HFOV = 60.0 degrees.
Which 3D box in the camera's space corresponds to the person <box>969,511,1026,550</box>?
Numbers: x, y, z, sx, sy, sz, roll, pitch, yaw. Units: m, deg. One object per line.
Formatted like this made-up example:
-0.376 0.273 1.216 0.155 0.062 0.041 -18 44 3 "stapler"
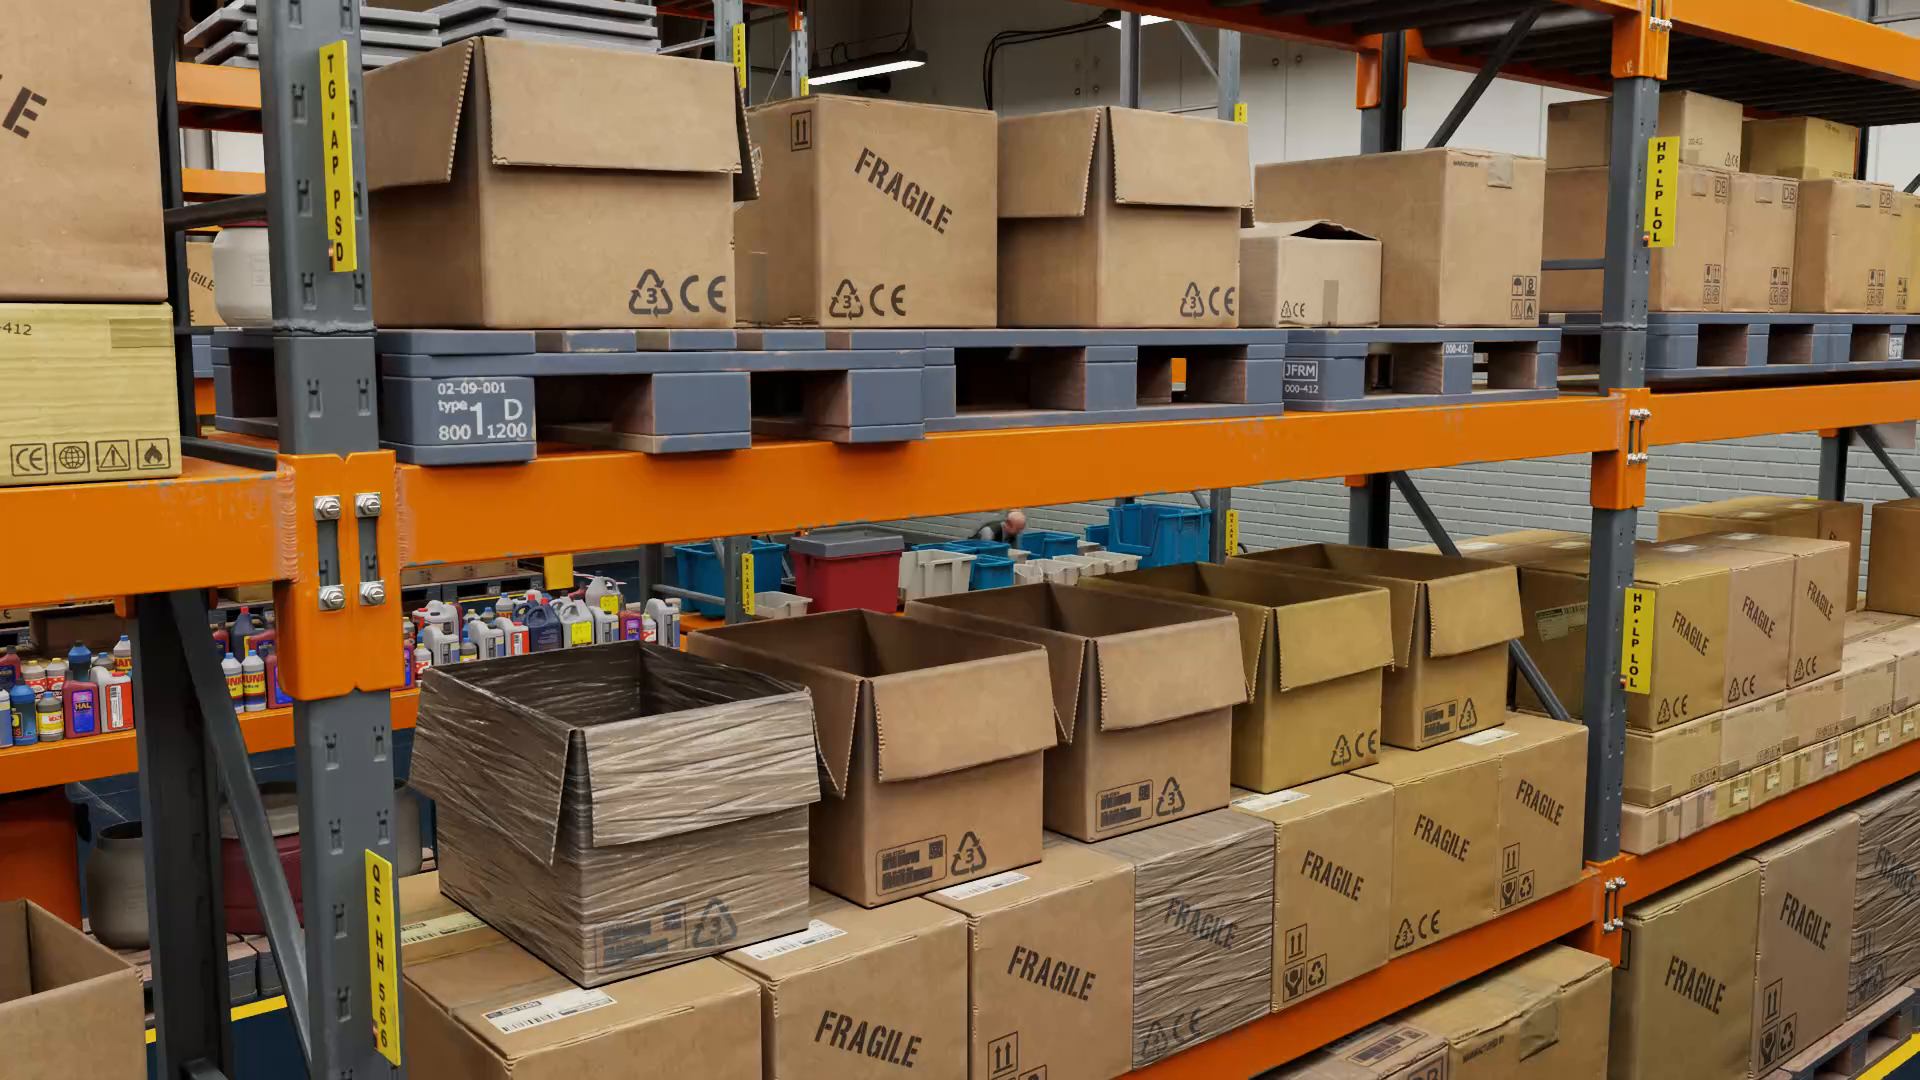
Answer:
0.343 0.319 16.222 0.586 1.261 0.778 -6 10 -41 "person"
